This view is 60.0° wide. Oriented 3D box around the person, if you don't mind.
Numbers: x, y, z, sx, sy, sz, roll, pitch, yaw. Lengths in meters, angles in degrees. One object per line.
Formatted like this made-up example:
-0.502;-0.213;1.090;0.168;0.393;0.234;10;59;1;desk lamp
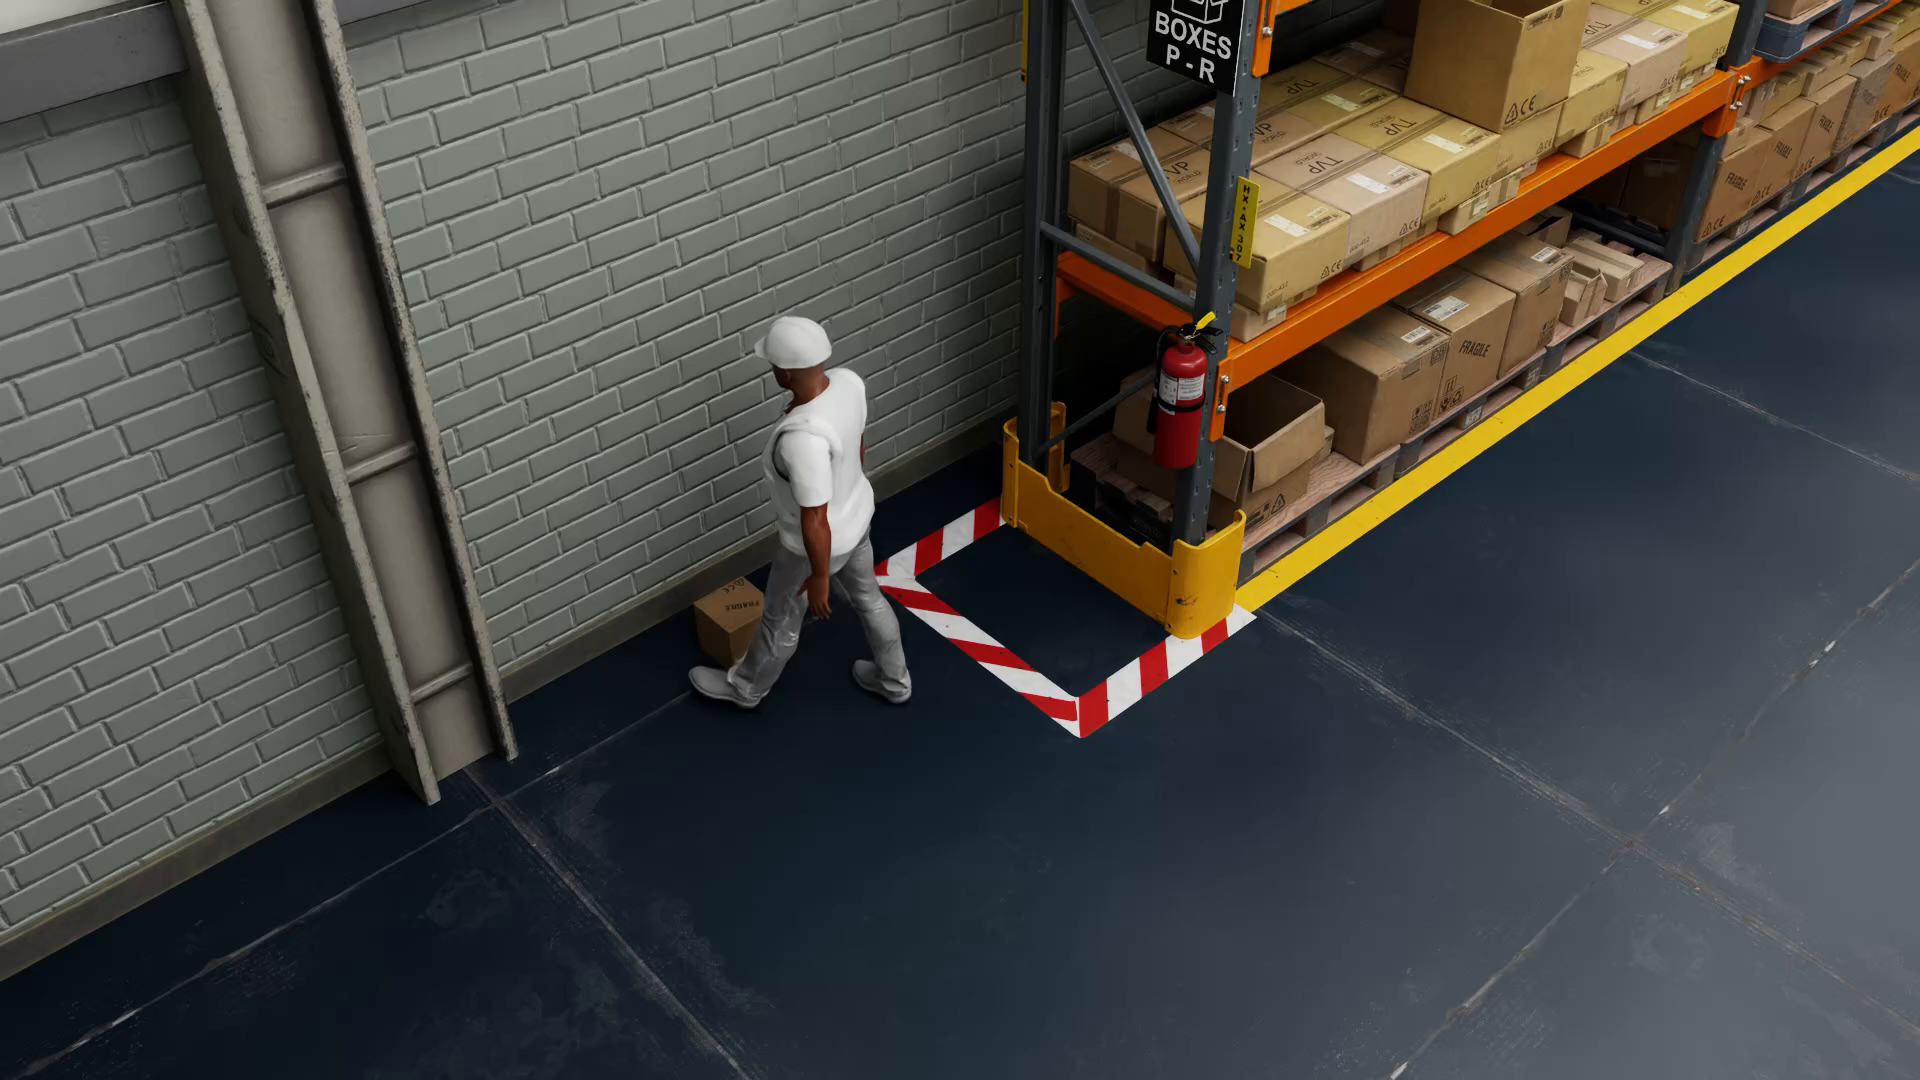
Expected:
-0.618;-0.076;6.225;0.869;1.751;0.664;11;41;14;person
